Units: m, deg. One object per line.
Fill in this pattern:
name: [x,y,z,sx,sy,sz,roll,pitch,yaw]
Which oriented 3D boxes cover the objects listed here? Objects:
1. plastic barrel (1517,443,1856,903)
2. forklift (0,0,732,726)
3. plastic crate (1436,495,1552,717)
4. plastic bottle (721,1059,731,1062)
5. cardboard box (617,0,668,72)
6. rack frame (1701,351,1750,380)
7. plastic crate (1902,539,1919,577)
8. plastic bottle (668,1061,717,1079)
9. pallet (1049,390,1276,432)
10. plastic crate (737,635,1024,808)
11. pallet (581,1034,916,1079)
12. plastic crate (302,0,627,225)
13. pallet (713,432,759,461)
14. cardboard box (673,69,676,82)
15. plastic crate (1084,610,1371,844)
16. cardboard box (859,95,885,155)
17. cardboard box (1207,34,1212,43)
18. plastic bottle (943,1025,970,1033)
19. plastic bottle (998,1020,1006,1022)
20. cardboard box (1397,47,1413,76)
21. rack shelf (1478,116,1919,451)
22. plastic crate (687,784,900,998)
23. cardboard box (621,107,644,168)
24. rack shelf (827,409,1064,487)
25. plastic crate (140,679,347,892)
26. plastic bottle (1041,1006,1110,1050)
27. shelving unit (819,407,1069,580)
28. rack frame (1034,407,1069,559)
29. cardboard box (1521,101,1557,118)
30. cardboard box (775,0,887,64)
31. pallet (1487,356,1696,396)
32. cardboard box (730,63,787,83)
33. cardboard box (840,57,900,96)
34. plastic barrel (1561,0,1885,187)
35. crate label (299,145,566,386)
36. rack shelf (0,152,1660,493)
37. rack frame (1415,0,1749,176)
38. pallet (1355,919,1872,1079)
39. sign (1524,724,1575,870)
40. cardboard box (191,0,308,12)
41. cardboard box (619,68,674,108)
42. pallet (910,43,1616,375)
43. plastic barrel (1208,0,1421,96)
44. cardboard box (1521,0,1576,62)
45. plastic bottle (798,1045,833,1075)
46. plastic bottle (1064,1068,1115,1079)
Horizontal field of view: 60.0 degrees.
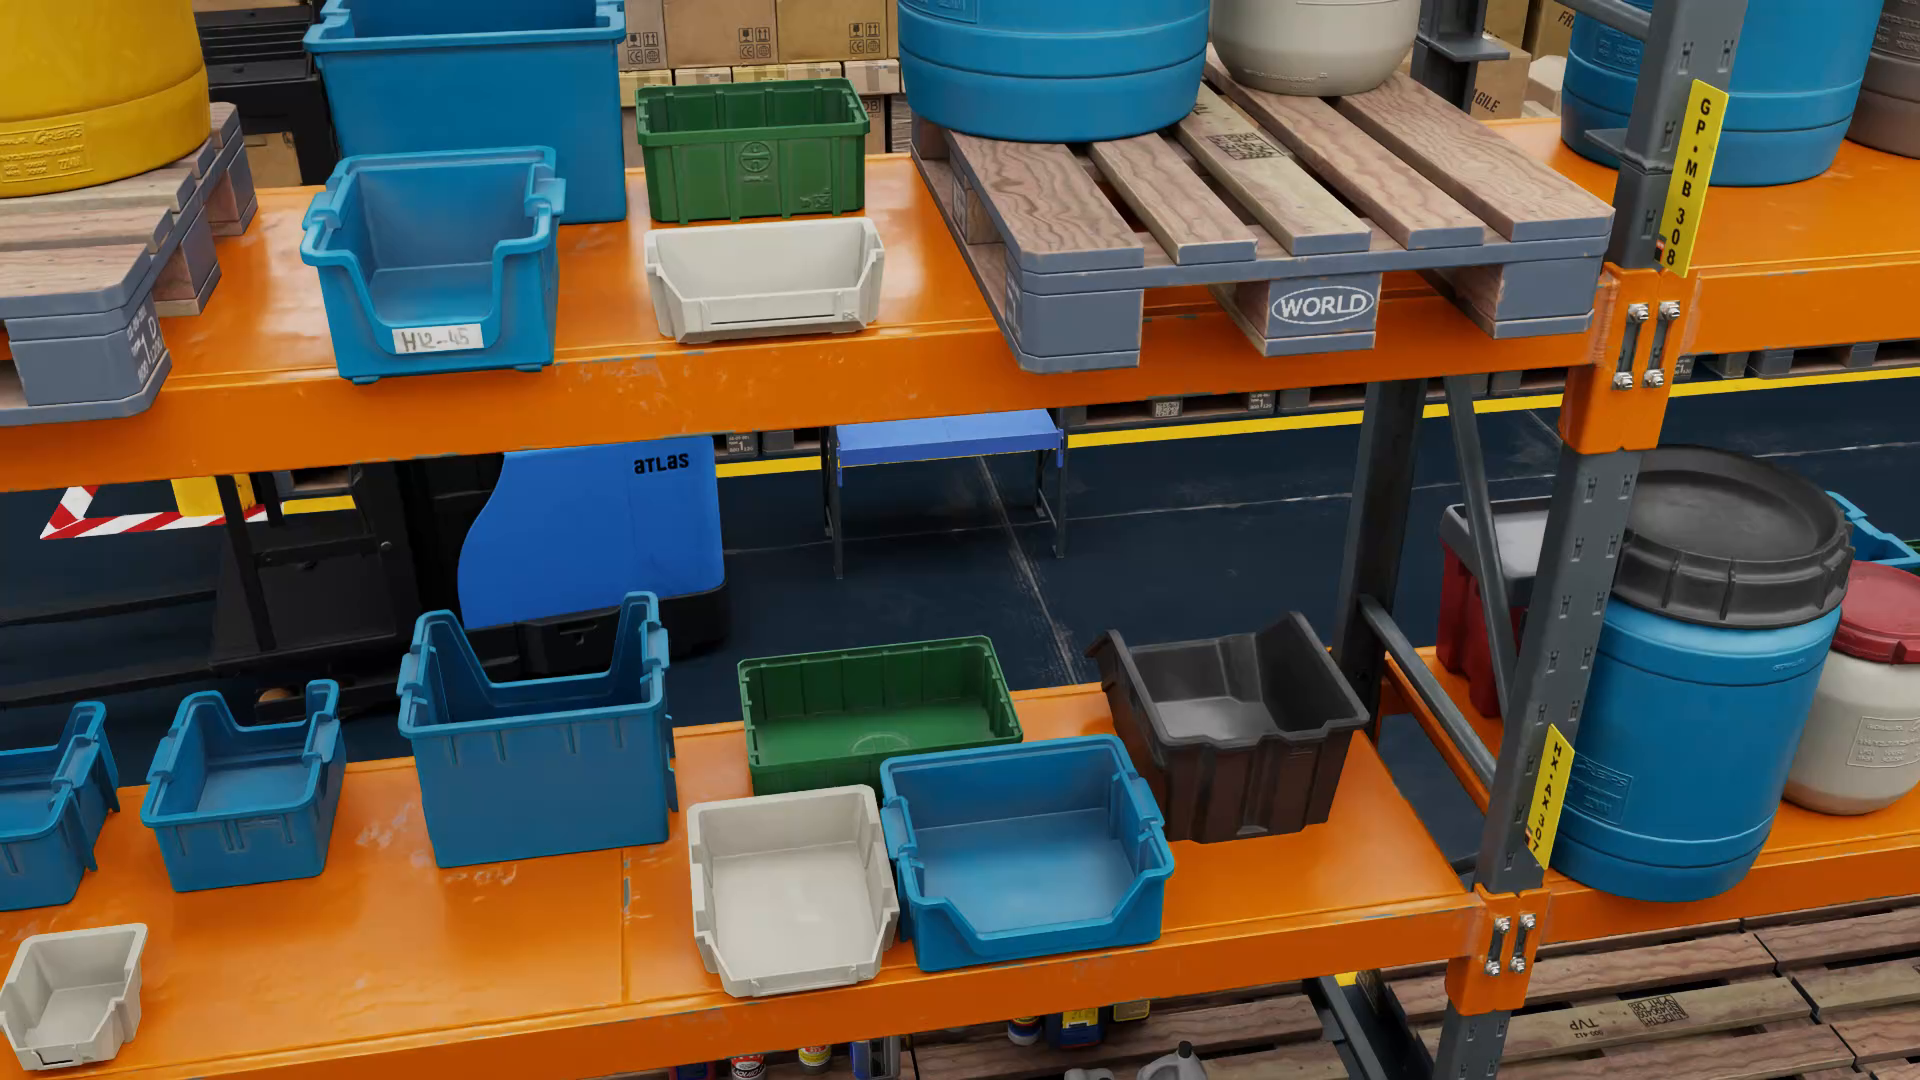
plastic barrel: [1.611,0.298,3.790,0.708,0.901,0.600,-5,31,-9]
forklift: [-2.532,-0.818,6.249,3.031,2.935,1.130,-9,32,-15]
plastic crate: [1.598,0.174,4.432,0.583,0.464,0.402,-5,31,-9]
plastic bottle: [-0.641,1.339,4.766,0.135,0.276,0.152,-6,31,-10]
cardboard box: [-1.628,-2.493,7.652,0.500,0.500,0.700,-5,31,-9]
rack frame: [4.223,-2.437,8.935,0.127,3.000,1.000,-5,31,-9]
plastic crate: [2.839,0.190,4.677,0.662,0.188,0.450,-5,31,-9]
plastic bottle: [-0.758,1.402,4.652,0.133,0.283,0.061,-5,31,-9]
pallet: [1.006,-0.957,9.169,1.213,0.211,1.003,-5,31,-9]
plastic crate: [-0.209,0.473,4.196,0.662,0.188,0.450,-5,31,-9]
pallet: [-0.694,1.754,4.559,1.213,0.211,1.003,-5,31,-9]
plastic crate: [-0.936,-0.847,3.288,0.575,0.384,0.392,-5,31,-9]
pallet: [-1.704,-0.705,8.741,1.213,0.211,1.003,-5,31,-9]
cardboard box: [-1.278,-2.347,8.043,0.250,0.149,0.380,-6,31,-10]
plastic crate: [0.639,0.409,4.156,0.504,0.338,0.767,-5,31,-9]
cardboard box: [-0.665,-2.020,8.127,0.500,0.500,0.700,-6,31,-9]
cardboard box: [2.100,-3.938,13.520,0.500,0.500,0.700,-5,31,-9]
plastic bottle: [-0.016,1.301,4.836,0.097,0.271,0.097,0,30,0]
plastic bottle: [0.122,1.234,4.871,0.185,0.351,0.144,-7,31,-11]
cardboard box: [2.057,-2.271,8.554,0.500,0.500,0.500,-5,31,-9]
rack shelf: [3.144,-0.767,3.846,4.000,0.370,1.077,-5,31,-9]
plastic crate: [-0.375,0.786,3.714,0.437,0.136,0.530,-5,31,-9]
cardboard box: [-1.663,-1.929,7.972,0.500,0.500,0.700,-4,31,-7]
rack shelf: [-0.084,-0.484,7.448,1.000,0.185,0.538,-5,31,-9]
plastic crate: [-1.680,0.576,3.958,0.408,0.251,0.499,-5,31,-9]
plastic bottle: [0.334,1.289,4.778,0.185,0.351,0.144,-5,31,-9]
shelving unit: [-0.084,-0.639,7.357,1.048,1.500,0.538,-5,31,-9]
rack frame: [0.416,-0.685,7.436,0.032,1.500,0.500,-5,31,-9]
cardboard box: [2.979,-2.184,8.753,0.250,0.149,0.380,-3,31,-5]
cardboard box: [-0.644,-2.584,7.806,0.500,0.500,0.700,-5,31,-9]
pallet: [3.406,-1.179,9.547,1.213,0.211,1.003,-5,31,-9]
cardboard box: [-0.942,-2.171,7.744,0.250,0.149,0.380,-5,31,-9]
cardboard box: [-0.441,-2.216,7.821,0.250,0.149,0.380,-6,31,-10]
plastic barrel: [1.638,-1.266,3.489,0.708,0.901,0.600,-5,31,-9]
crate label: [-0.857,-0.472,2.780,0.408,0.251,0.502,-5,31,-9]
rack shelf: [-0.791,-0.402,3.225,4.000,0.370,1.077,-5,31,-9]
rack frame: [1.177,-2.188,2.593,0.127,3.000,1.000,-5,31,-9]
pallet: [1.942,1.509,4.975,1.213,0.211,1.003,-5,31,-9]
sign: [1.265,0.554,3.575,0.005,0.325,0.100,-5,31,-9]
cardboard box: [-3.133,-2.350,7.409,0.500,0.500,0.700,-5,31,-9]
cardboard box: [-1.451,-2.122,7.661,0.250,0.149,0.380,-4,31,-7]
pallet: [0.485,-0.699,3.206,1.003,0.211,1.213,-5,31,-9]
plastic barrel: [0.718,-1.183,3.318,0.421,0.512,0.421,0,30,0]
cardboard box: [4.937,-4.239,13.707,0.750,0.750,0.750,-5,31,-9]
plastic bottle: [-0.414,1.411,4.718,0.097,0.201,0.097,0,30,0]
plastic bottle: [0.355,1.531,4.440,0.135,0.276,0.152,-5,31,-9]
